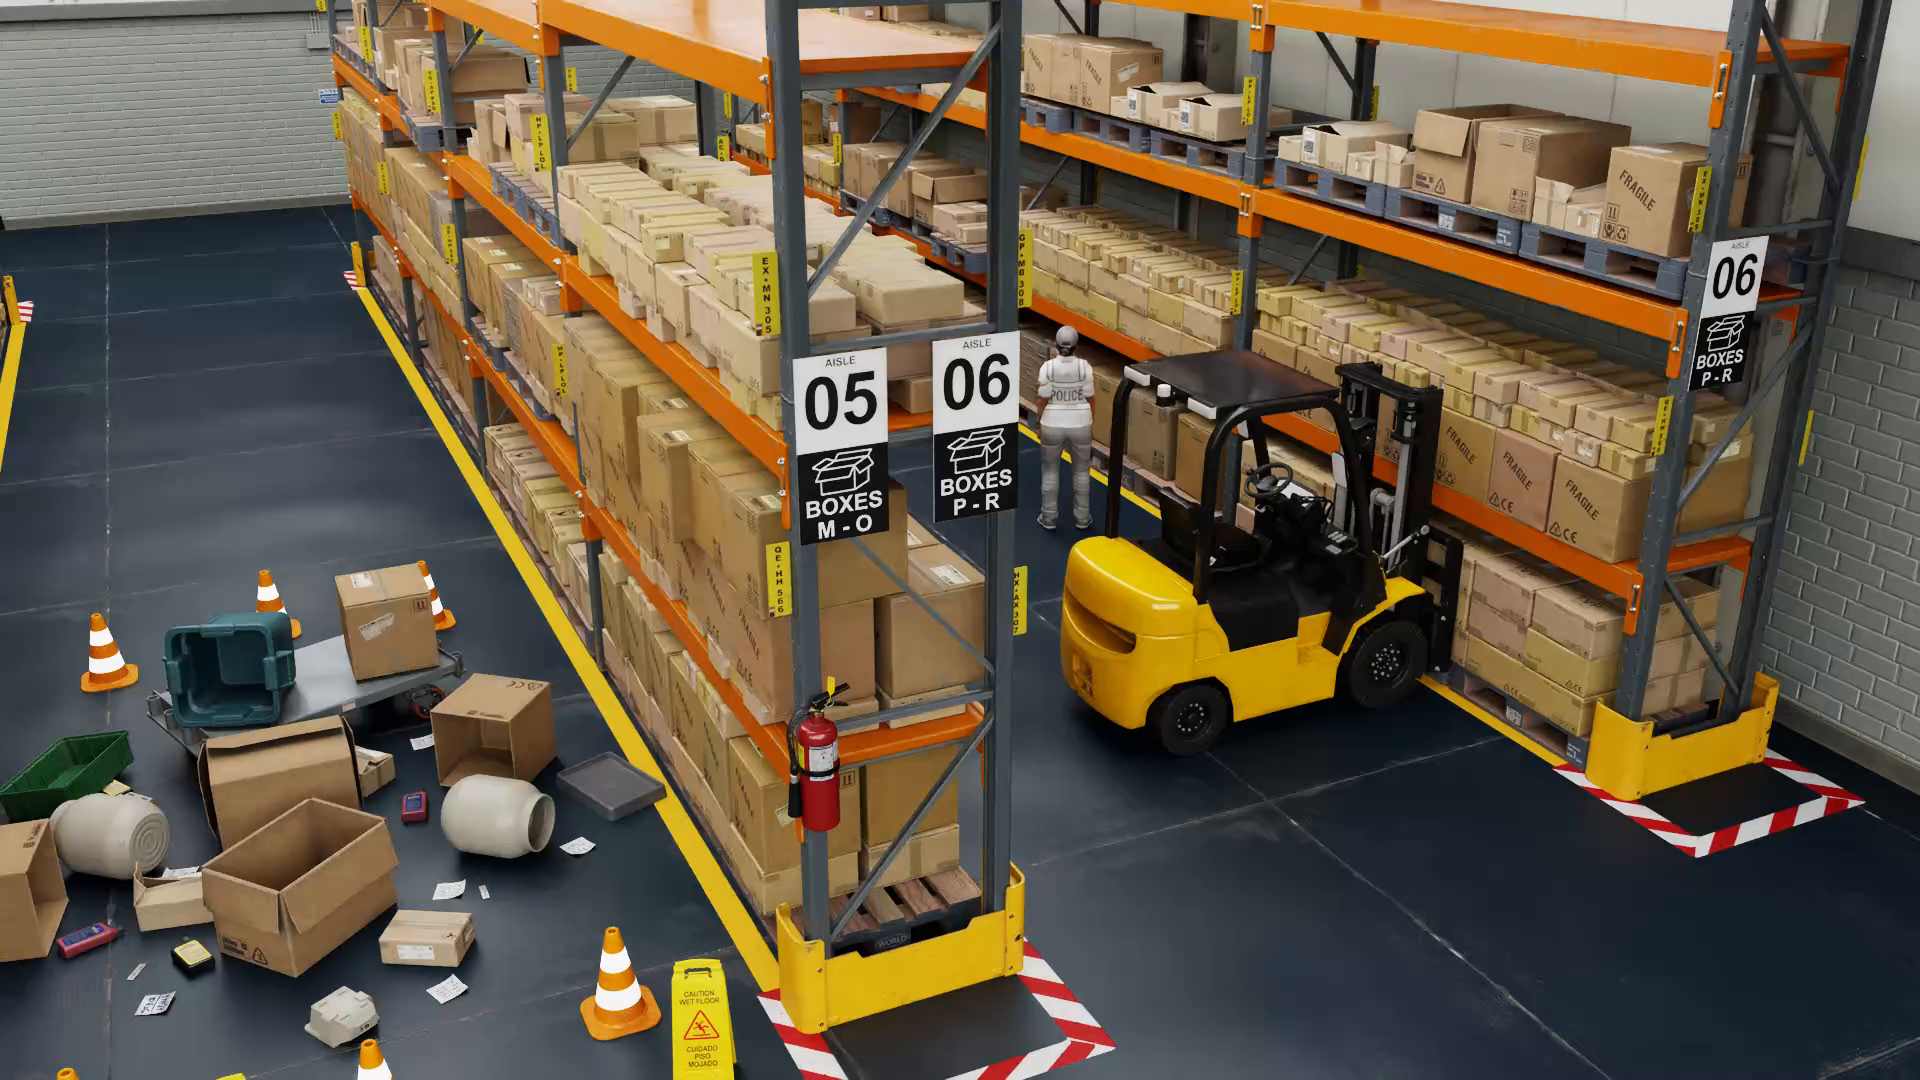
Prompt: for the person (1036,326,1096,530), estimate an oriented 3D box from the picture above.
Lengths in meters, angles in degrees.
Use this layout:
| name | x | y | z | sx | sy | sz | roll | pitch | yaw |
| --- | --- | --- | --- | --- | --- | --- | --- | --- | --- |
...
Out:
| name | x | y | z | sx | sy | sz | roll | pitch | yaw |
| --- | --- | --- | --- | --- | --- | --- | --- | --- | --- |
| person | 0.842 | -0.884 | 13.155 | 0.481 | 1.667 | 0.388 | -1 | 22 | -1 |
